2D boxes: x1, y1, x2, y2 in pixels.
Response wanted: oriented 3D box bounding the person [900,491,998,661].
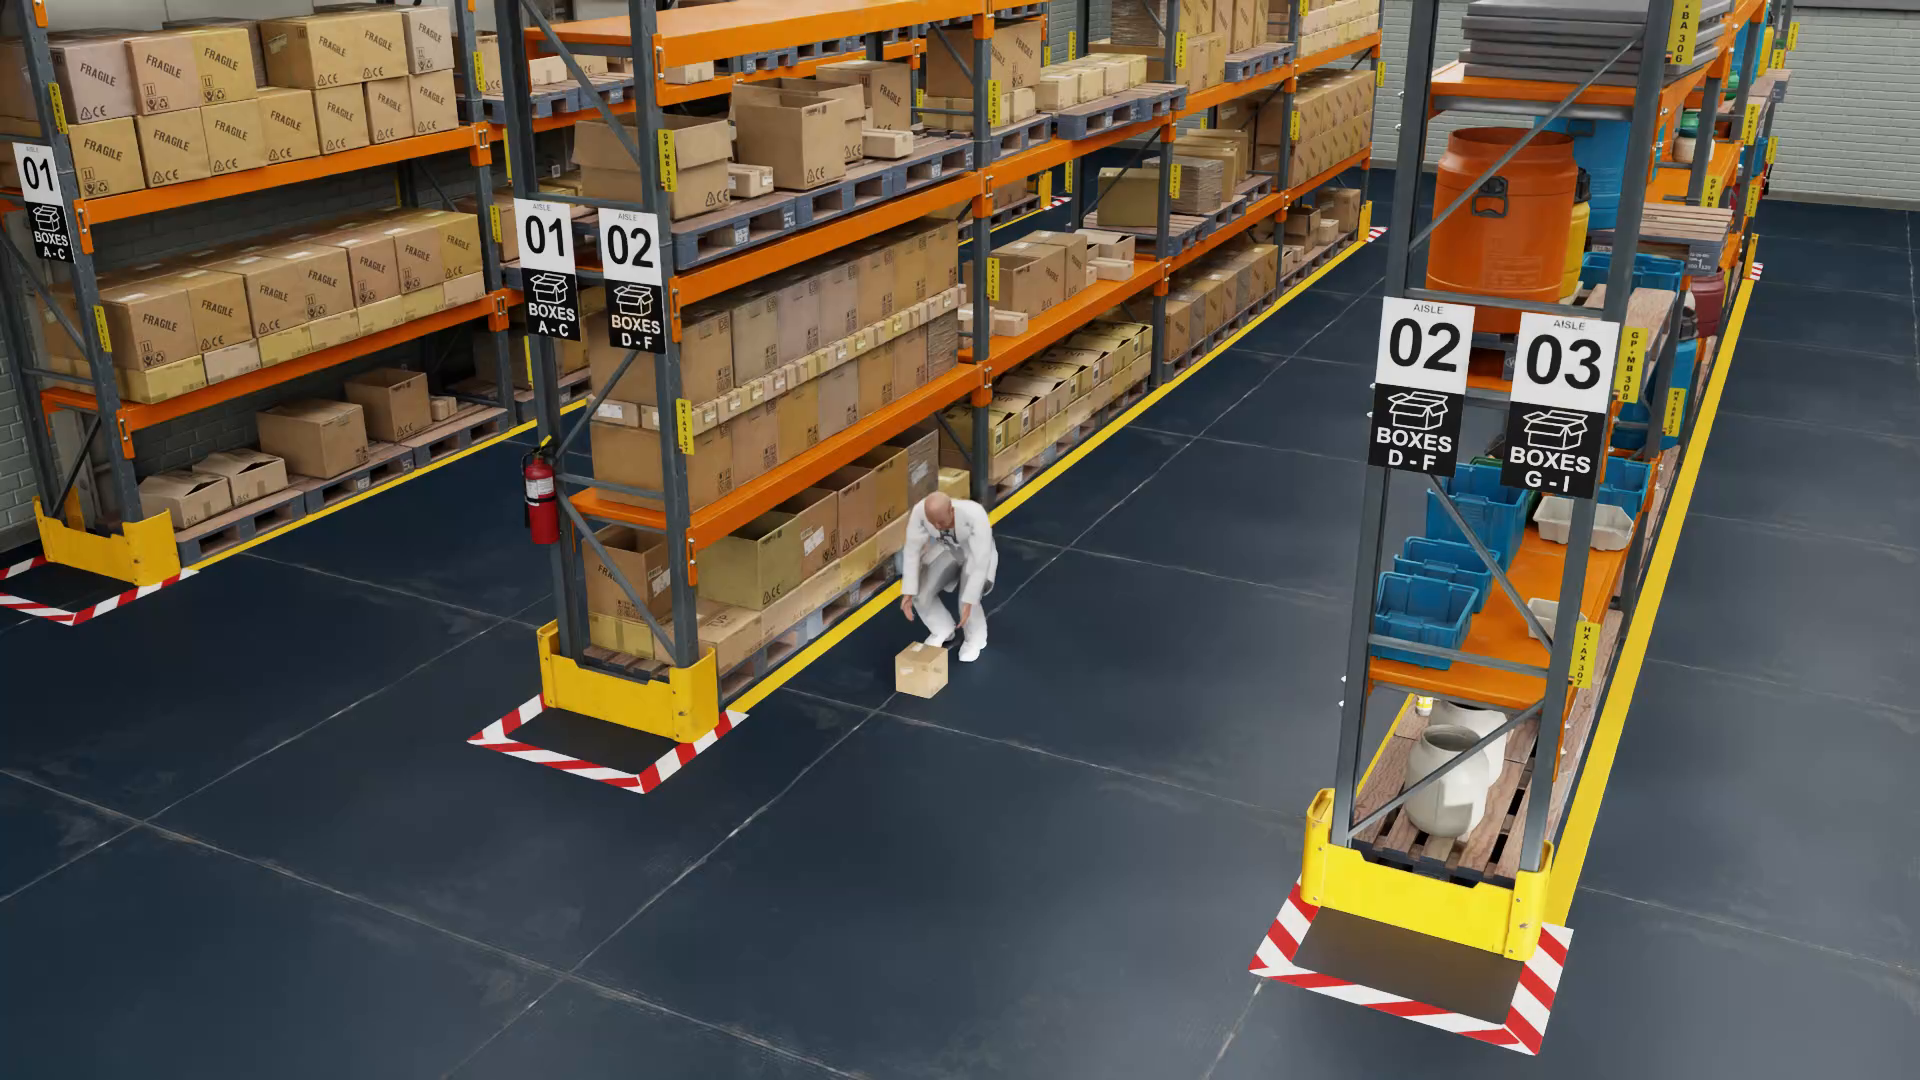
[{"bbox_3d":[-0.027,0.190,11.011,0.634,1.256,0.793,11,25,25],"label":"person"}]
